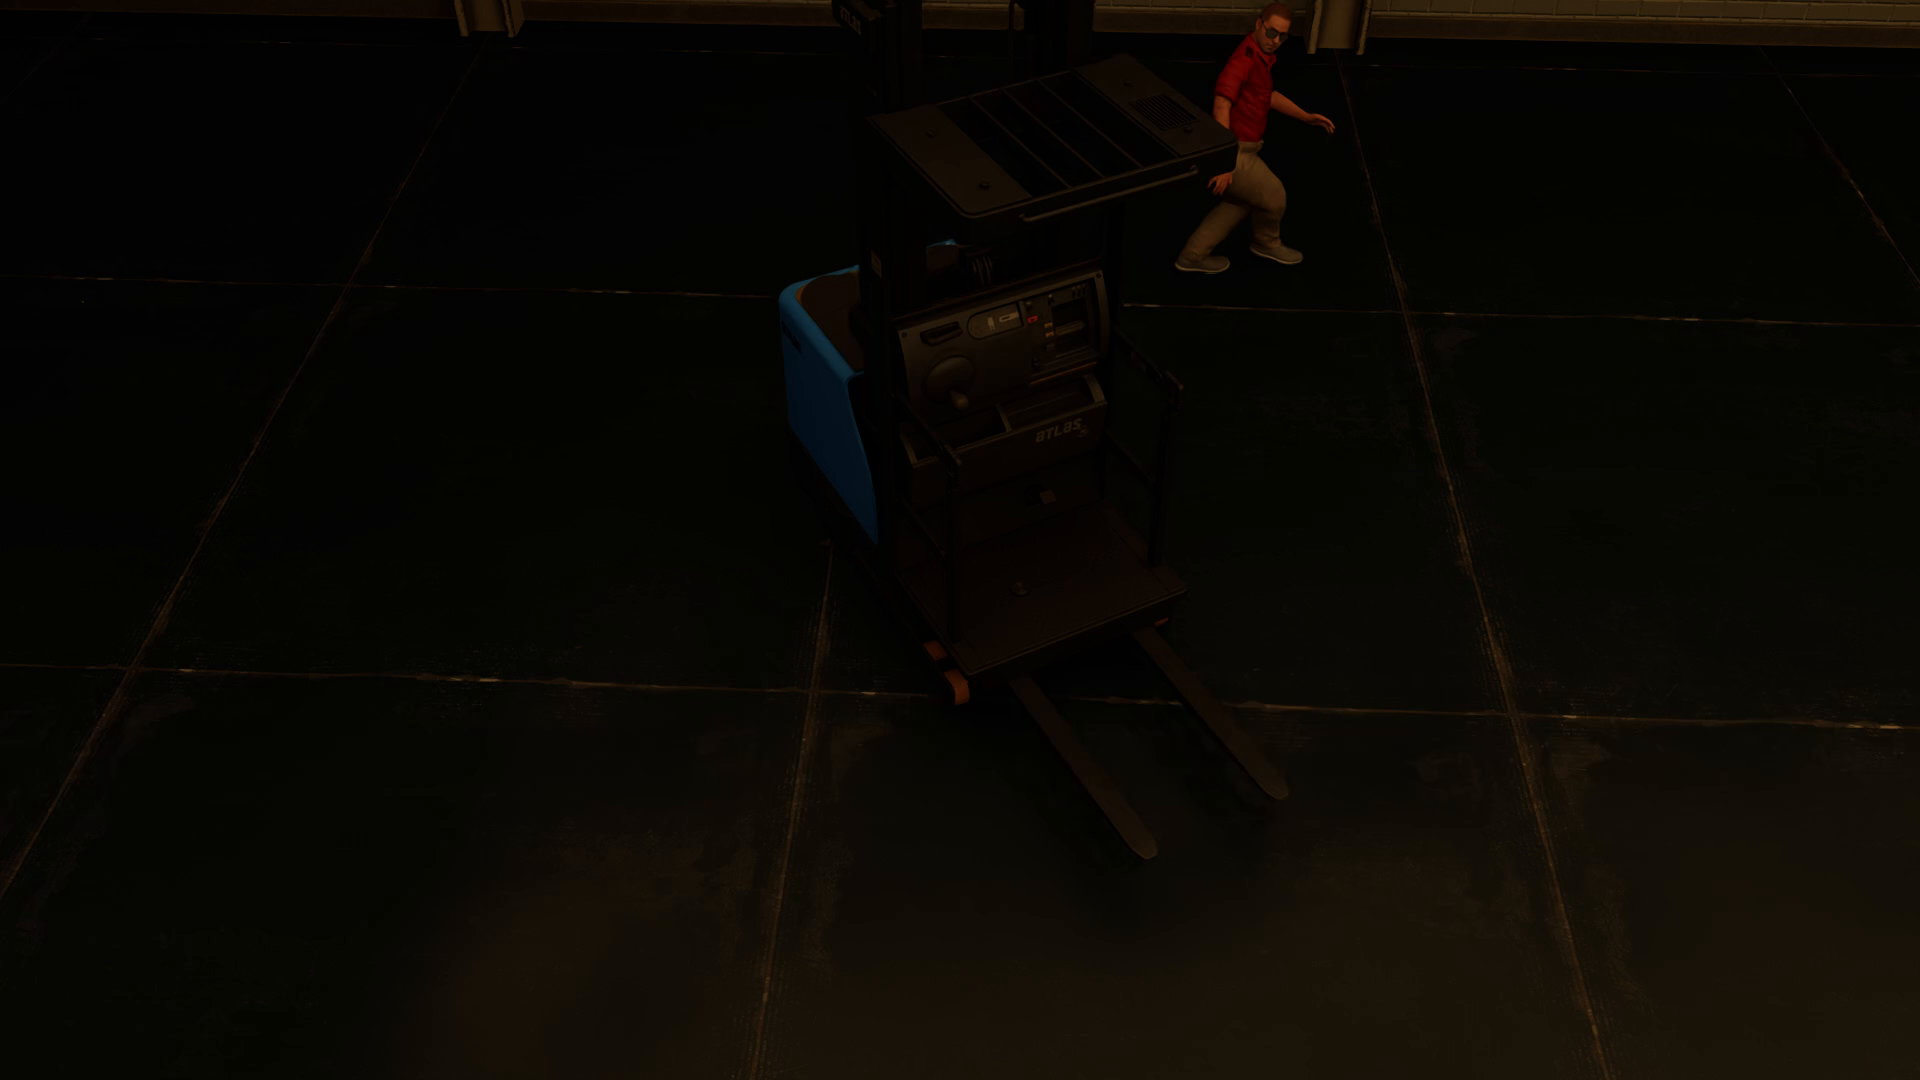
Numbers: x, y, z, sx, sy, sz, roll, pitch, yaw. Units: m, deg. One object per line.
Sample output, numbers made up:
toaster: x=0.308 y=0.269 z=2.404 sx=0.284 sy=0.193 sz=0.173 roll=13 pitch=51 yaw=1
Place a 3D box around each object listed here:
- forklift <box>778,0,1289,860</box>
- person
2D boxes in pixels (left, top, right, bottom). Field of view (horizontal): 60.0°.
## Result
forklift: x=0.286 y=-0.719 z=6.530 sx=1.130 sy=2.935 sz=3.031 roll=-20 pitch=46 yaw=-20
person: x=1.652 y=-2.103 z=9.063 sx=0.800 sy=1.585 sz=0.784 roll=-3 pitch=42 yaw=-3
